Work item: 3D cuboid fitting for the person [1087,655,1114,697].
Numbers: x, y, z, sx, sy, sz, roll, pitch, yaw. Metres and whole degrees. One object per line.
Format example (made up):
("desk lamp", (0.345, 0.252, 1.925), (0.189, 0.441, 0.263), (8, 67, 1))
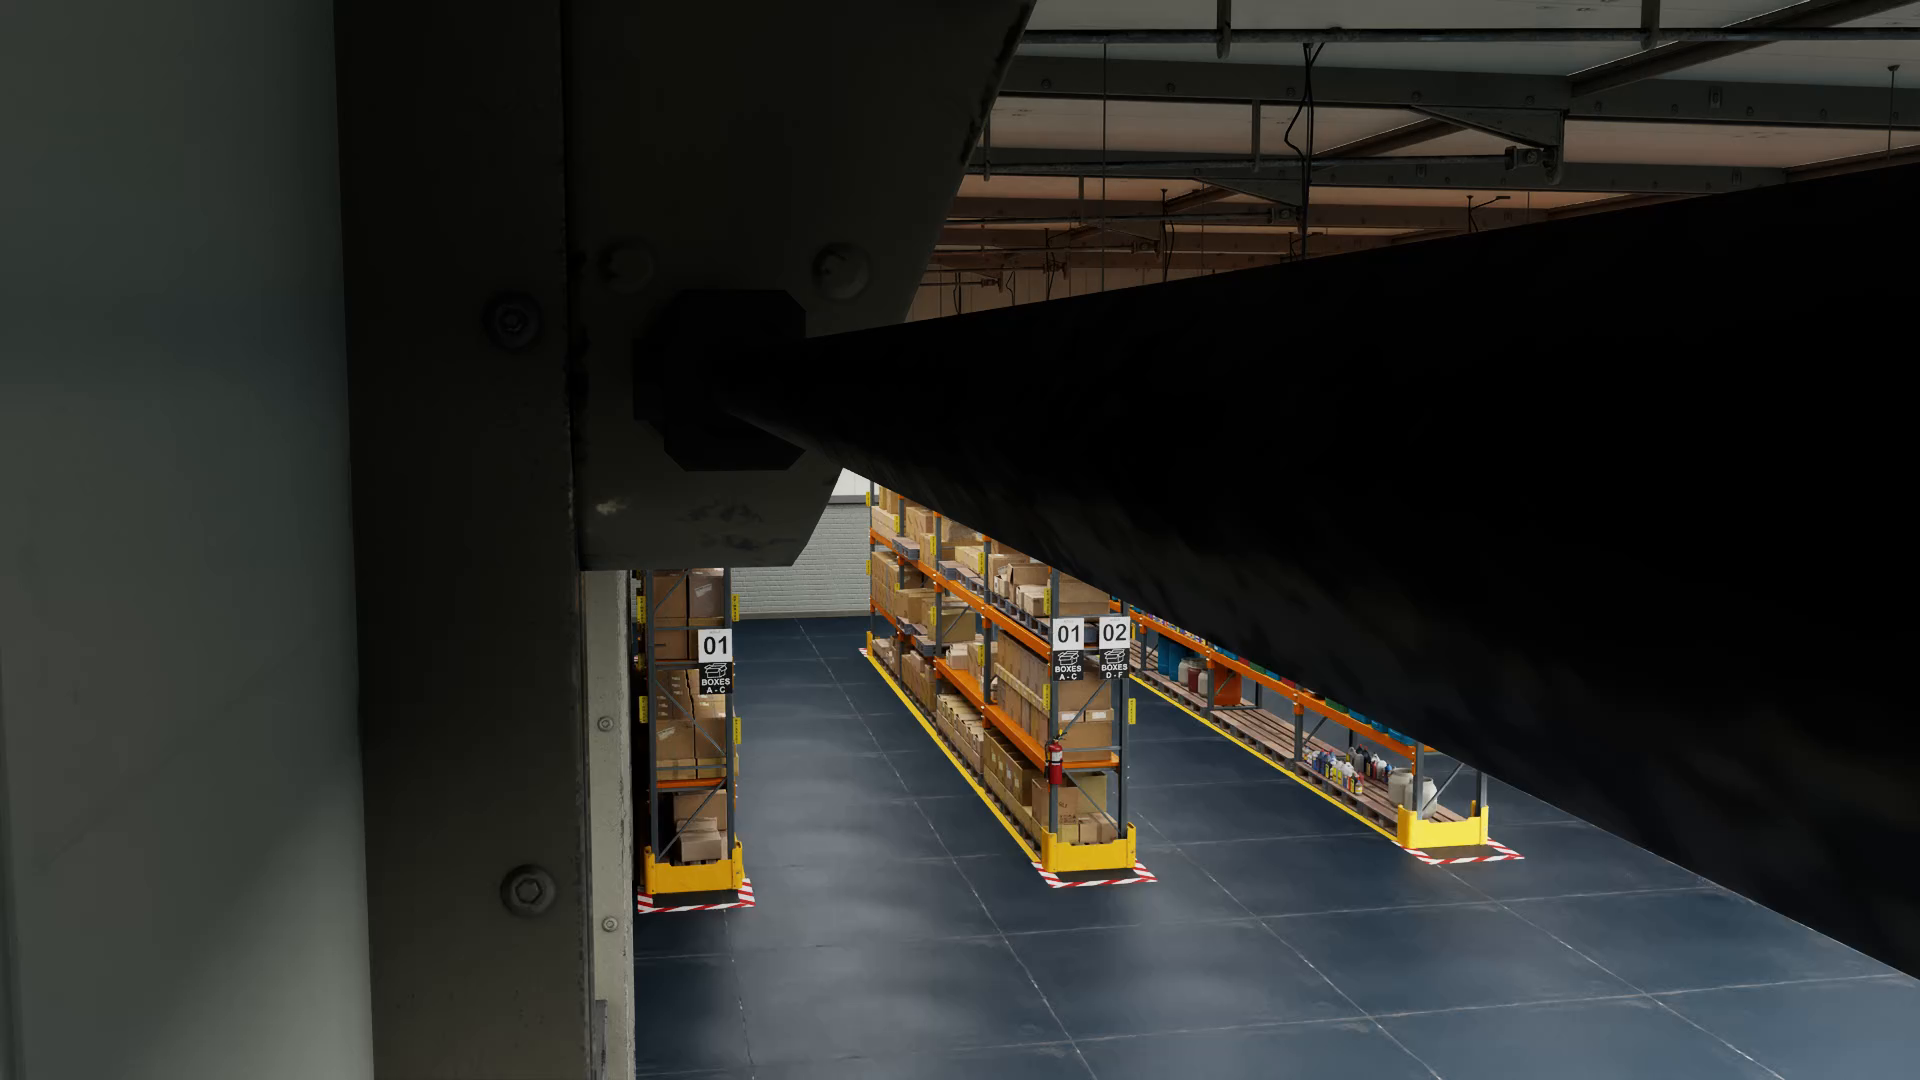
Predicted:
("person", (2.469, 2.371, 29.543), (0.635, 1.825, 0.749), (-2, 6, -16))
